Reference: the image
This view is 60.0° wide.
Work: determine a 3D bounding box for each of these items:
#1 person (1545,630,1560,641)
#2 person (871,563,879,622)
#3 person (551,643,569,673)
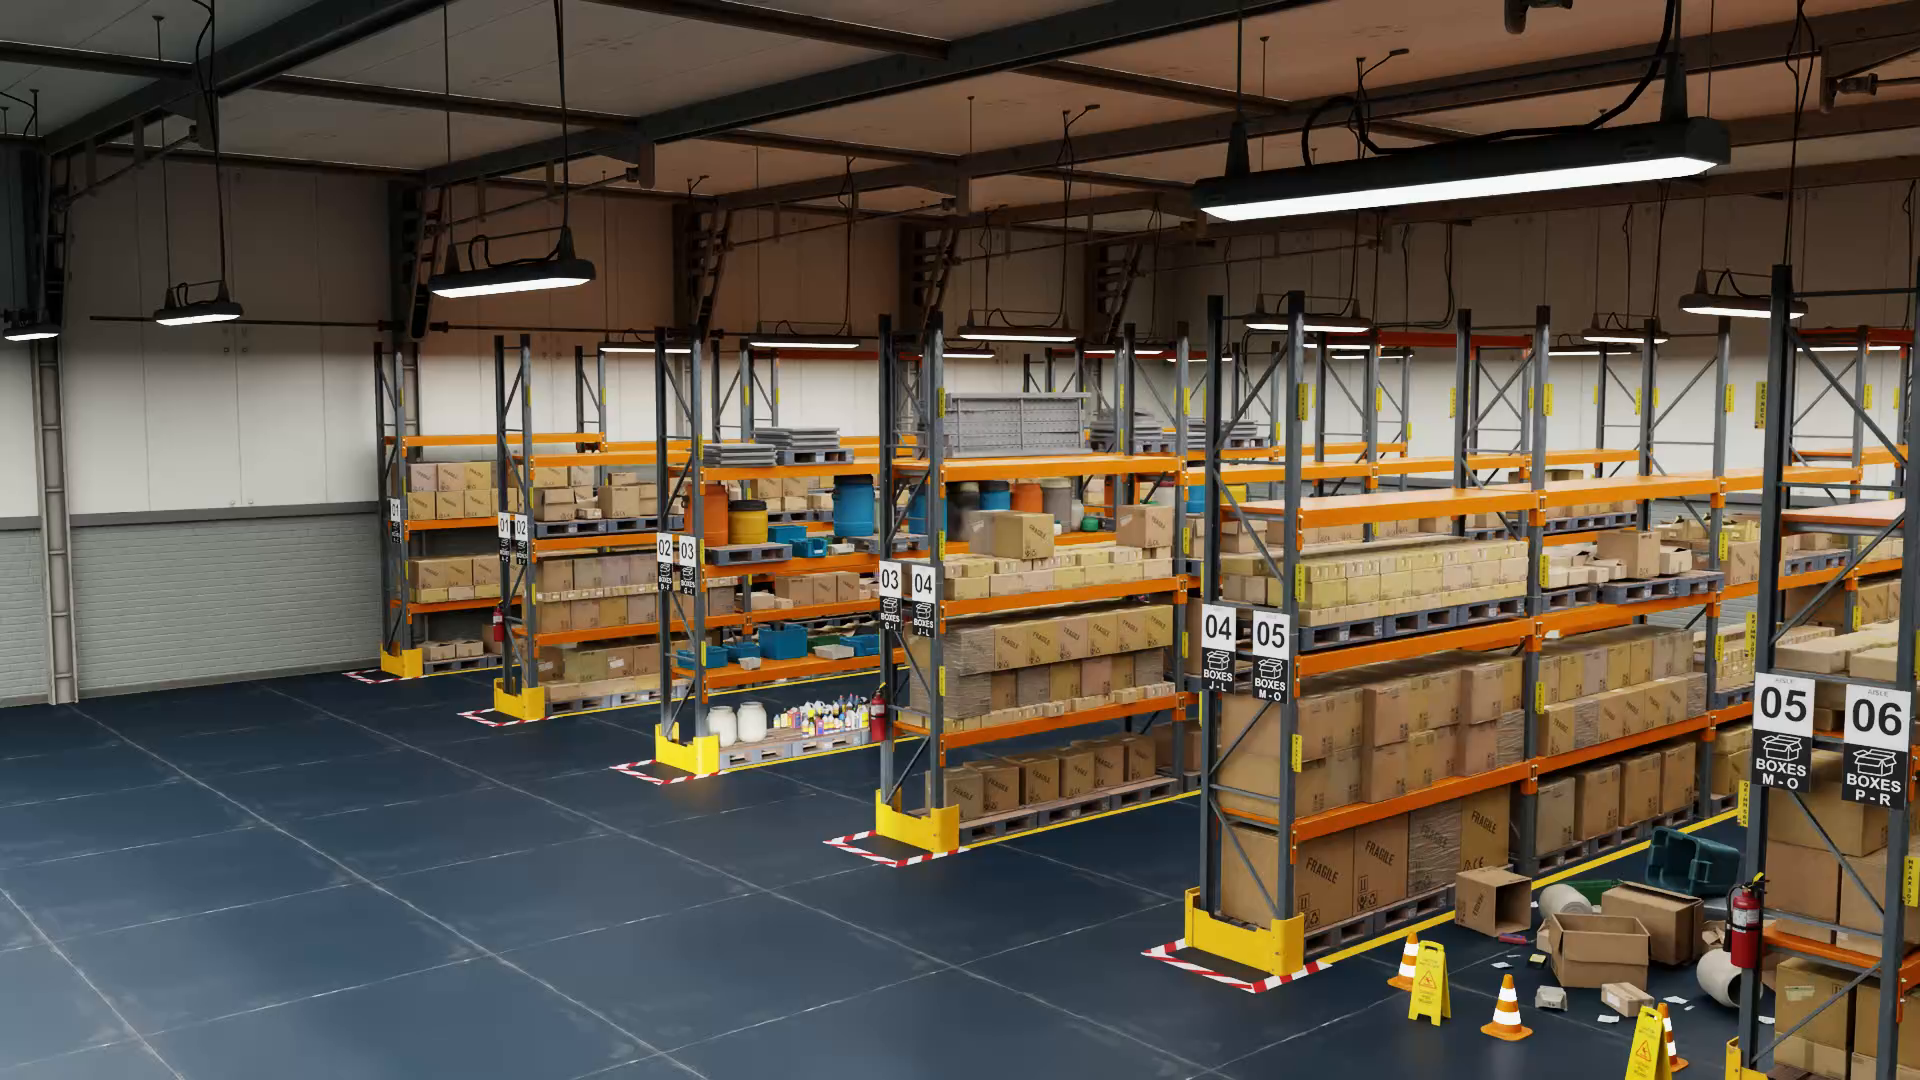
[{"bbox_3d":[8.568,2.112,23.998,0.622,1.729,0.685,-3,6,-28],"label":"person"},{"bbox_3d":[-1.627,1.211,34.451,0.544,1.593,0.887,4,7,39],"label":"person"},{"bbox_3d":[-7.165,1.744,29.577,0.582,1.490,0.821,1,5,7],"label":"person"}]
